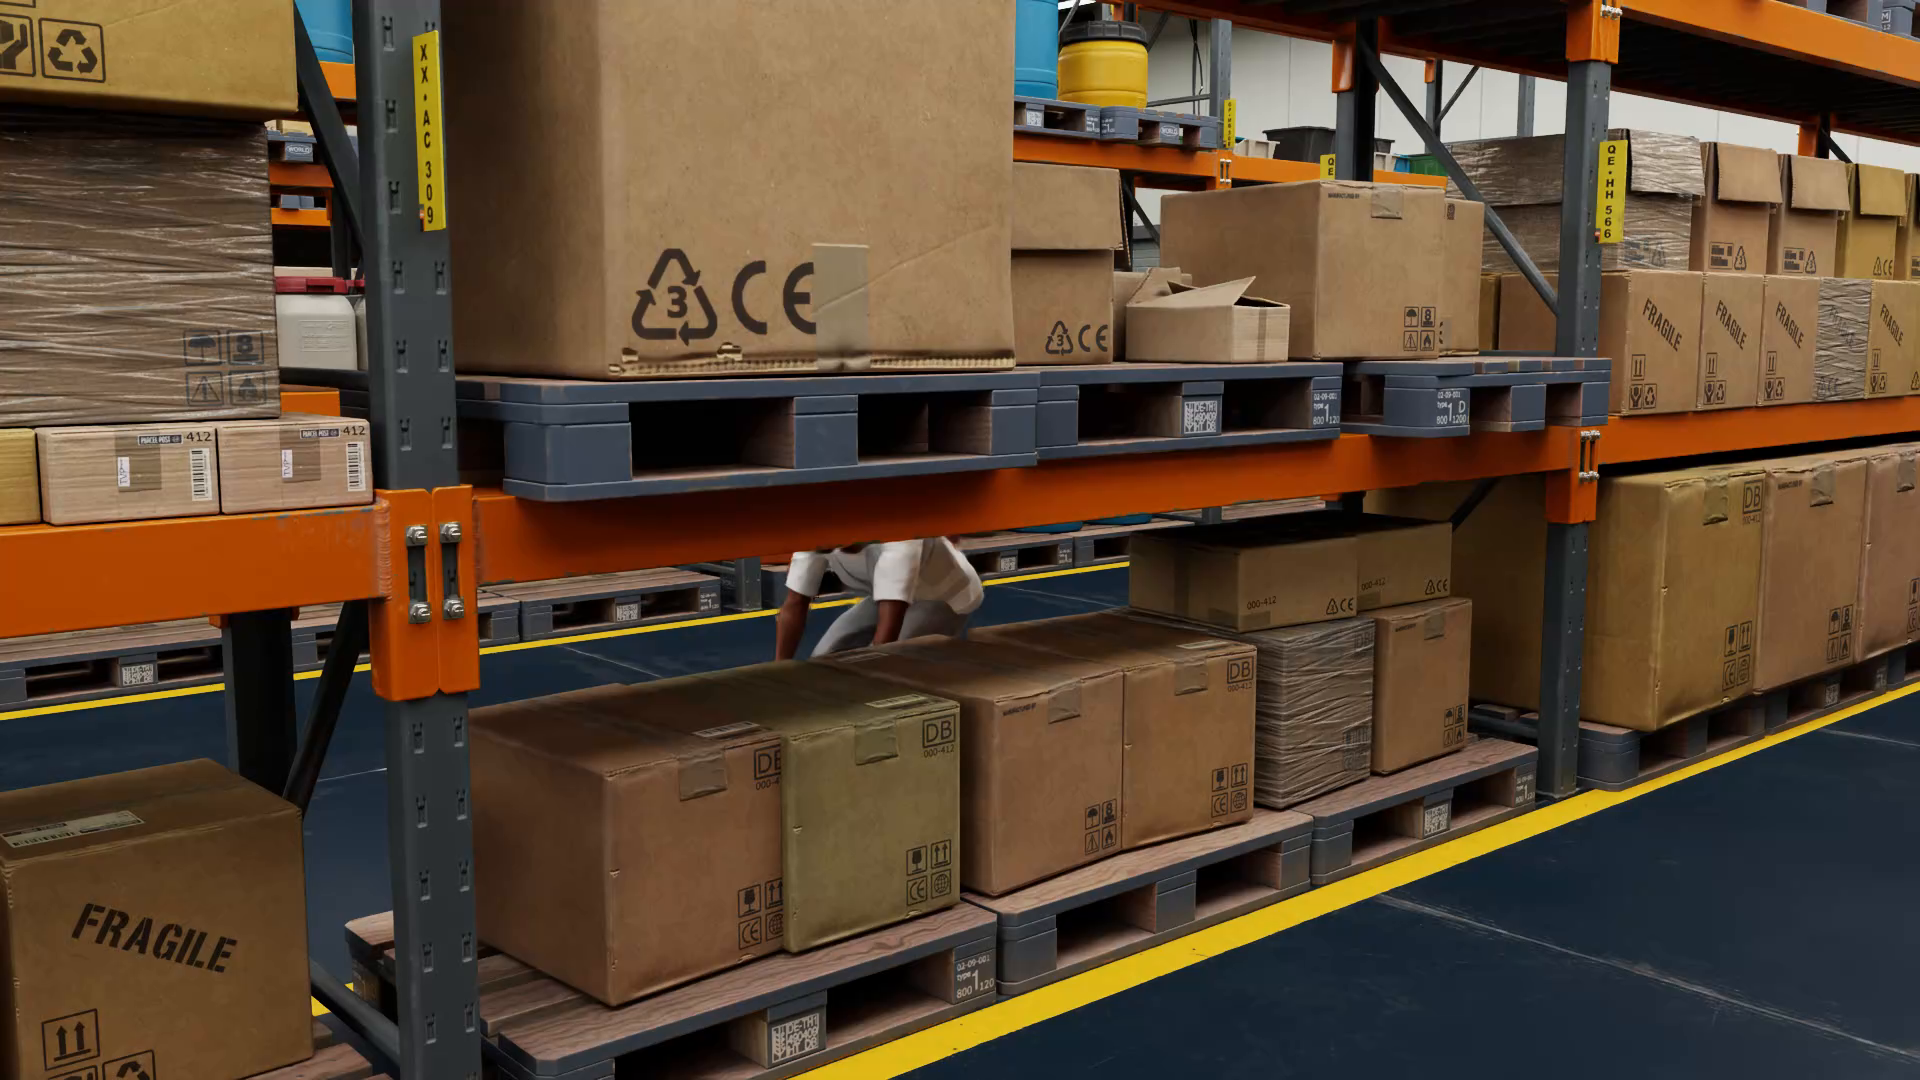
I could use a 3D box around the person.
[{"bbox_3d":[-0.286,0.285,5.934,0.862,1.140,0.611,-6,10,-41],"label":"person"}]
